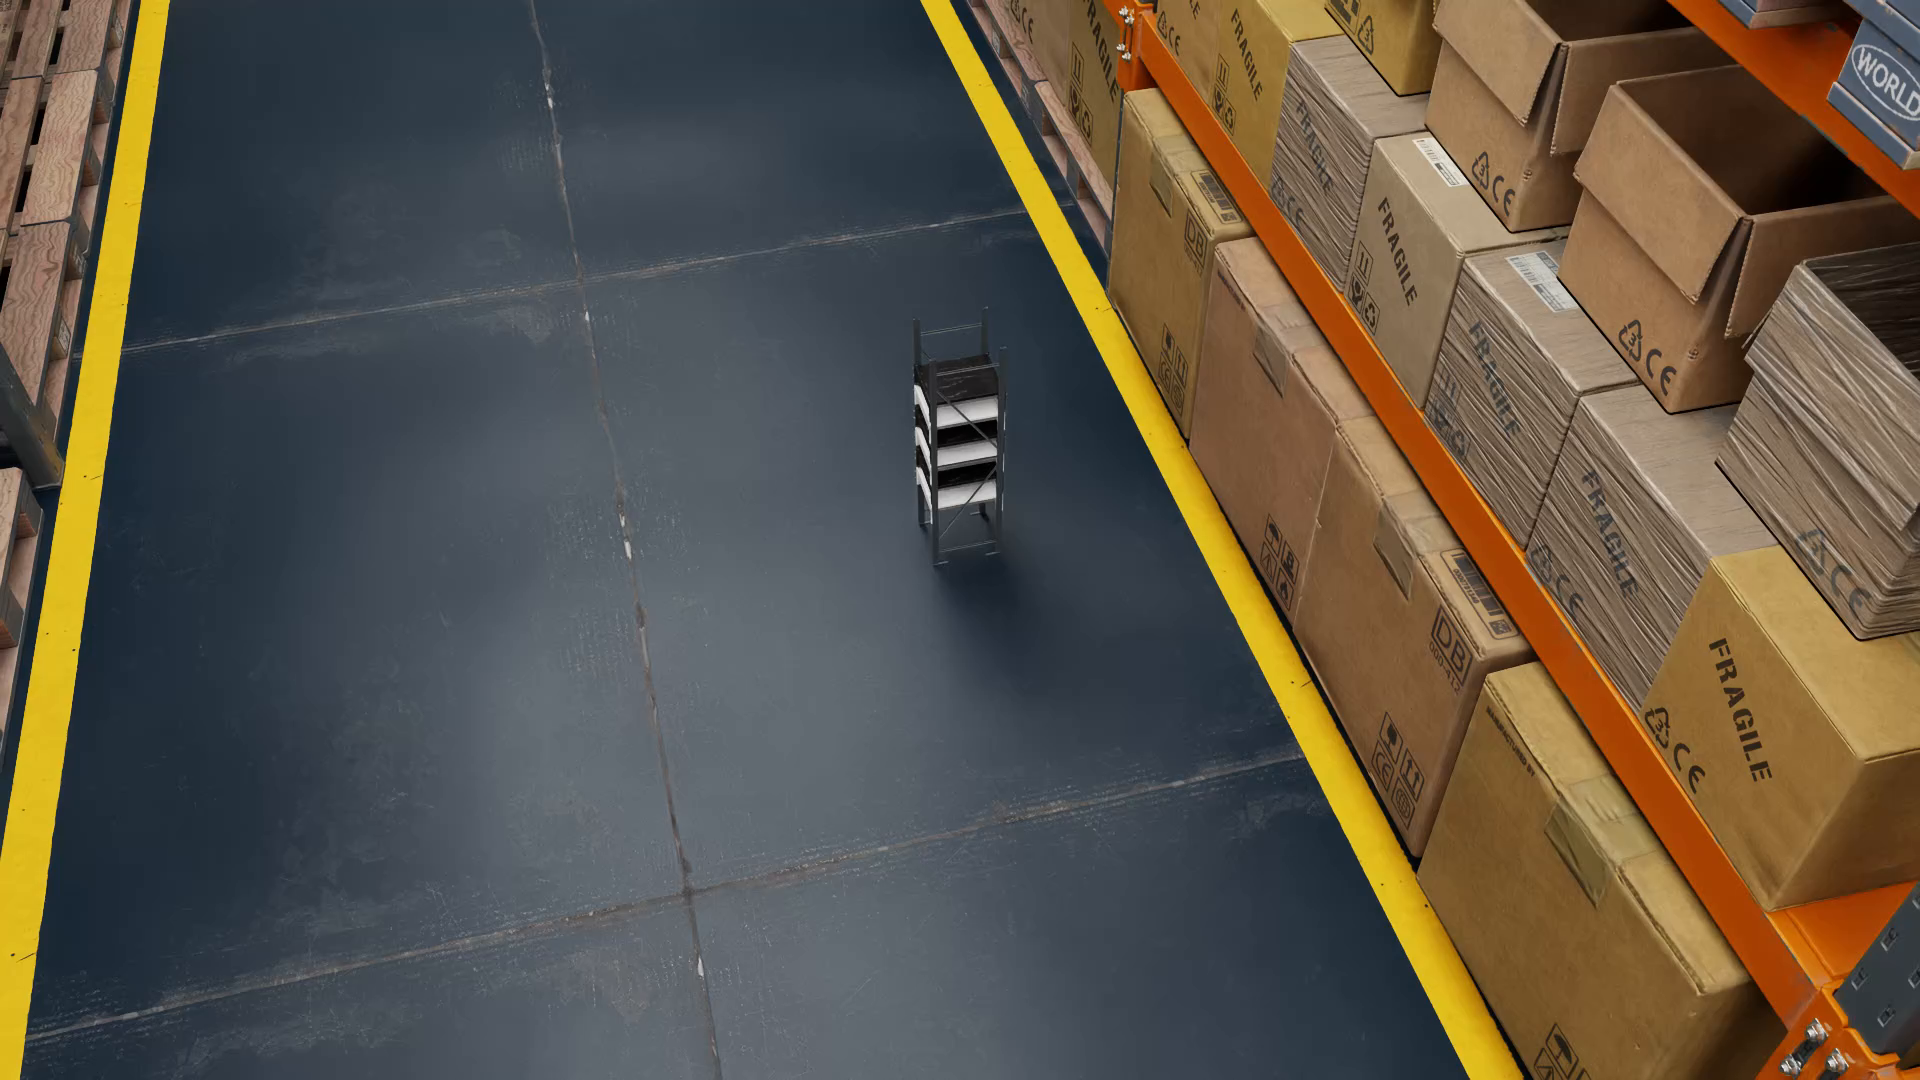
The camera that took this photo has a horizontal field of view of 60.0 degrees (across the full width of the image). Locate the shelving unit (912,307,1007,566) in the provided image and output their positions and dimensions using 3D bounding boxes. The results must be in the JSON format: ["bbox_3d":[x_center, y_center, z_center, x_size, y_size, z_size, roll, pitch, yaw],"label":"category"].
[{"bbox_3d":[-0.002,-0.321,5.434,0.258,0.900,0.210,-11,47,-10],"label":"shelving unit"}]

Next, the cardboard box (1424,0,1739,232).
[{"bbox_3d":[1.595,-1.139,3.993,0.797,0.503,0.637,-9,46,-9],"label":"cardboard box"}]

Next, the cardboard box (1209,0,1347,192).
[{"bbox_3d":[1.091,-1.419,4.970,0.500,0.500,0.500,-11,47,-10],"label":"cardboard box"}]

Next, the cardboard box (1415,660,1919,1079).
[{"bbox_3d":[1.953,0.784,4.075,1.225,0.875,0.875,-13,47,-12],"label":"cardboard box"}]

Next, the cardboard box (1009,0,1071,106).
[{"bbox_3d":[0.763,-2.589,7.381,0.875,0.875,0.875,-11,47,-10],"label":"cardboard box"}]

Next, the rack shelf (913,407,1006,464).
[{"bbox_3d":[-0.002,-0.360,5.394,0.258,0.077,0.200,-11,47,-10],"label":"rack shelf"}]

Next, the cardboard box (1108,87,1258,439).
[{"bbox_3d":[1.268,-1.059,5.881,1.225,0.875,0.875,-11,47,-10],"label":"cardboard box"}]

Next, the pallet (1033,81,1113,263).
[{"bbox_3d":[0.966,-1.657,7.226,1.003,0.211,1.213,-11,47,-10],"label":"pallet"}]

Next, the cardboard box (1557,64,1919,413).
[{"bbox_3d":[1.773,-0.677,3.541,0.797,0.503,0.637,-10,46,-9],"label":"cardboard box"}]

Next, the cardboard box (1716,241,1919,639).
[{"bbox_3d":[1.938,-0.226,3.099,0.797,0.503,0.637,-9,46,-9],"label":"cardboard box"}]

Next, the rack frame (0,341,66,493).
[{"bbox_3d":[-3.703,-1.188,4.815,1.000,3.000,0.127,-11,47,-10],"label":"rack frame"}]

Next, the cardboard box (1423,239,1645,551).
[{"bbox_3d":[1.485,-0.366,3.939,0.500,0.500,0.500,-12,47,-12],"label":"cardboard box"}]

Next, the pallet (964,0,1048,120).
[{"bbox_3d":[0.650,-2.501,8.053,1.003,0.211,1.213,-11,47,-10],"label":"pallet"}]

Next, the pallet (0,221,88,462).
[{"bbox_3d":[-3.929,-0.713,6.301,1.003,0.211,1.213,-11,47,-10],"label":"pallet"}]

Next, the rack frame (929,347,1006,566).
[{"bbox_3d":[0.024,-0.250,5.365,0.240,0.900,0.006,-11,47,-10],"label":"rack frame"}]

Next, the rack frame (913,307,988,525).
[{"bbox_3d":[-0.028,-0.391,5.503,0.240,0.900,0.006,-11,47,-10],"label":"rack frame"}]

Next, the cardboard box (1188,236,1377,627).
[{"bbox_3d":[1.498,-0.442,5.277,1.225,0.875,0.875,-12,47,-12],"label":"cardboard box"}]

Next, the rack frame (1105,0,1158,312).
[{"bbox_3d":[1.085,-2.094,5.702,1.000,3.000,0.127,-11,47,-10],"label":"rack frame"}]

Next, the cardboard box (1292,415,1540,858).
[{"bbox_3d":[1.732,0.167,4.680,1.225,0.875,0.875,-11,47,-10],"label":"cardboard box"}]

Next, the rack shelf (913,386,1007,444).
[{"bbox_3d":[-0.002,-0.423,5.329,0.258,0.077,0.200,-11,47,-10],"label":"rack shelf"}]

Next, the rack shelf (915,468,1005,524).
[{"bbox_3d":[-0.002,-0.171,5.586,0.258,0.077,0.200,-11,47,-10],"label":"rack shelf"}]

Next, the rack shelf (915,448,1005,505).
[{"bbox_3d":[-0.002,-0.234,5.522,0.258,0.077,0.200,-11,47,-10],"label":"rack shelf"}]

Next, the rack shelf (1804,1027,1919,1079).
[{"bbox_3d":[2.621,2.300,1.899,1.077,0.370,4.000,-11,47,-10],"label":"rack shelf"}]

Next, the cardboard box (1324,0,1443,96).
[{"bbox_3d":[1.421,-1.565,4.411,0.797,0.503,0.637,-10,46,-10],"label":"cardboard box"}]

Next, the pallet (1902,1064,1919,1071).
[{"bbox_3d":[1.980,1.085,4.538,1.003,0.211,1.213,-11,47,-10],"label":"pallet"}]

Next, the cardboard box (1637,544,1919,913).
[{"bbox_3d":[1.743,0.337,3.249,0.500,0.500,0.500,-9,46,-9],"label":"cardboard box"}]

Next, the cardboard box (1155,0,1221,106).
[{"bbox_3d":[0.961,-1.766,5.310,0.500,0.500,0.500,-11,47,-10],"label":"cardboard box"}]

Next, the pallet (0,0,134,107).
[{"bbox_3d":[-4.553,-2.398,7.952,1.003,0.211,1.213,-11,47,-10],"label":"pallet"}]

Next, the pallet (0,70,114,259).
[{"bbox_3d":[-4.244,-1.557,7.128,1.003,0.211,1.213,-11,47,-10],"label":"pallet"}]

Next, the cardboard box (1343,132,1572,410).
[{"bbox_3d":[1.356,-0.717,4.283,0.500,0.500,0.500,-10,46,-10],"label":"cardboard box"}]

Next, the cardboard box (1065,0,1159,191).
[{"bbox_3d":[0.993,-1.968,6.772,0.875,0.875,0.875,-11,47,-10],"label":"cardboard box"}]

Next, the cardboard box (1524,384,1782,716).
[{"bbox_3d":[1.621,-0.008,3.588,0.500,0.500,0.500,-11,47,-11],"label":"cardboard box"}]

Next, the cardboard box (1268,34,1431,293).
[{"bbox_3d":[1.218,-1.073,4.632,0.500,0.500,0.500,-12,47,-11],"label":"cardboard box"}]

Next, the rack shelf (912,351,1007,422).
[{"bbox_3d":[-0.002,-0.486,5.265,0.258,0.077,0.200,-11,47,-10],"label":"rack shelf"}]

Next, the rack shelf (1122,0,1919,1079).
[{"bbox_3d":[1.597,-0.461,4.606,1.077,0.370,4.000,-11,47,-10],"label":"rack shelf"}]

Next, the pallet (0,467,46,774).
[{"bbox_3d":[-3.546,0.328,5.281,1.003,0.211,1.213,-11,47,-10],"label":"pallet"}]

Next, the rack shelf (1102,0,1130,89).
[{"bbox_3d":[0.573,-3.223,7.312,1.077,0.370,4.000,-11,47,-10],"label":"rack shelf"}]

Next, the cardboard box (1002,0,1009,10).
[{"bbox_3d":[0.535,-3.204,7.983,0.875,0.875,0.875,-11,47,-10],"label":"cardboard box"}]

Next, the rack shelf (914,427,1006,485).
[{"bbox_3d":[-0.002,-0.297,5.458,0.258,0.077,0.200,-11,47,-10],"label":"rack shelf"}]
